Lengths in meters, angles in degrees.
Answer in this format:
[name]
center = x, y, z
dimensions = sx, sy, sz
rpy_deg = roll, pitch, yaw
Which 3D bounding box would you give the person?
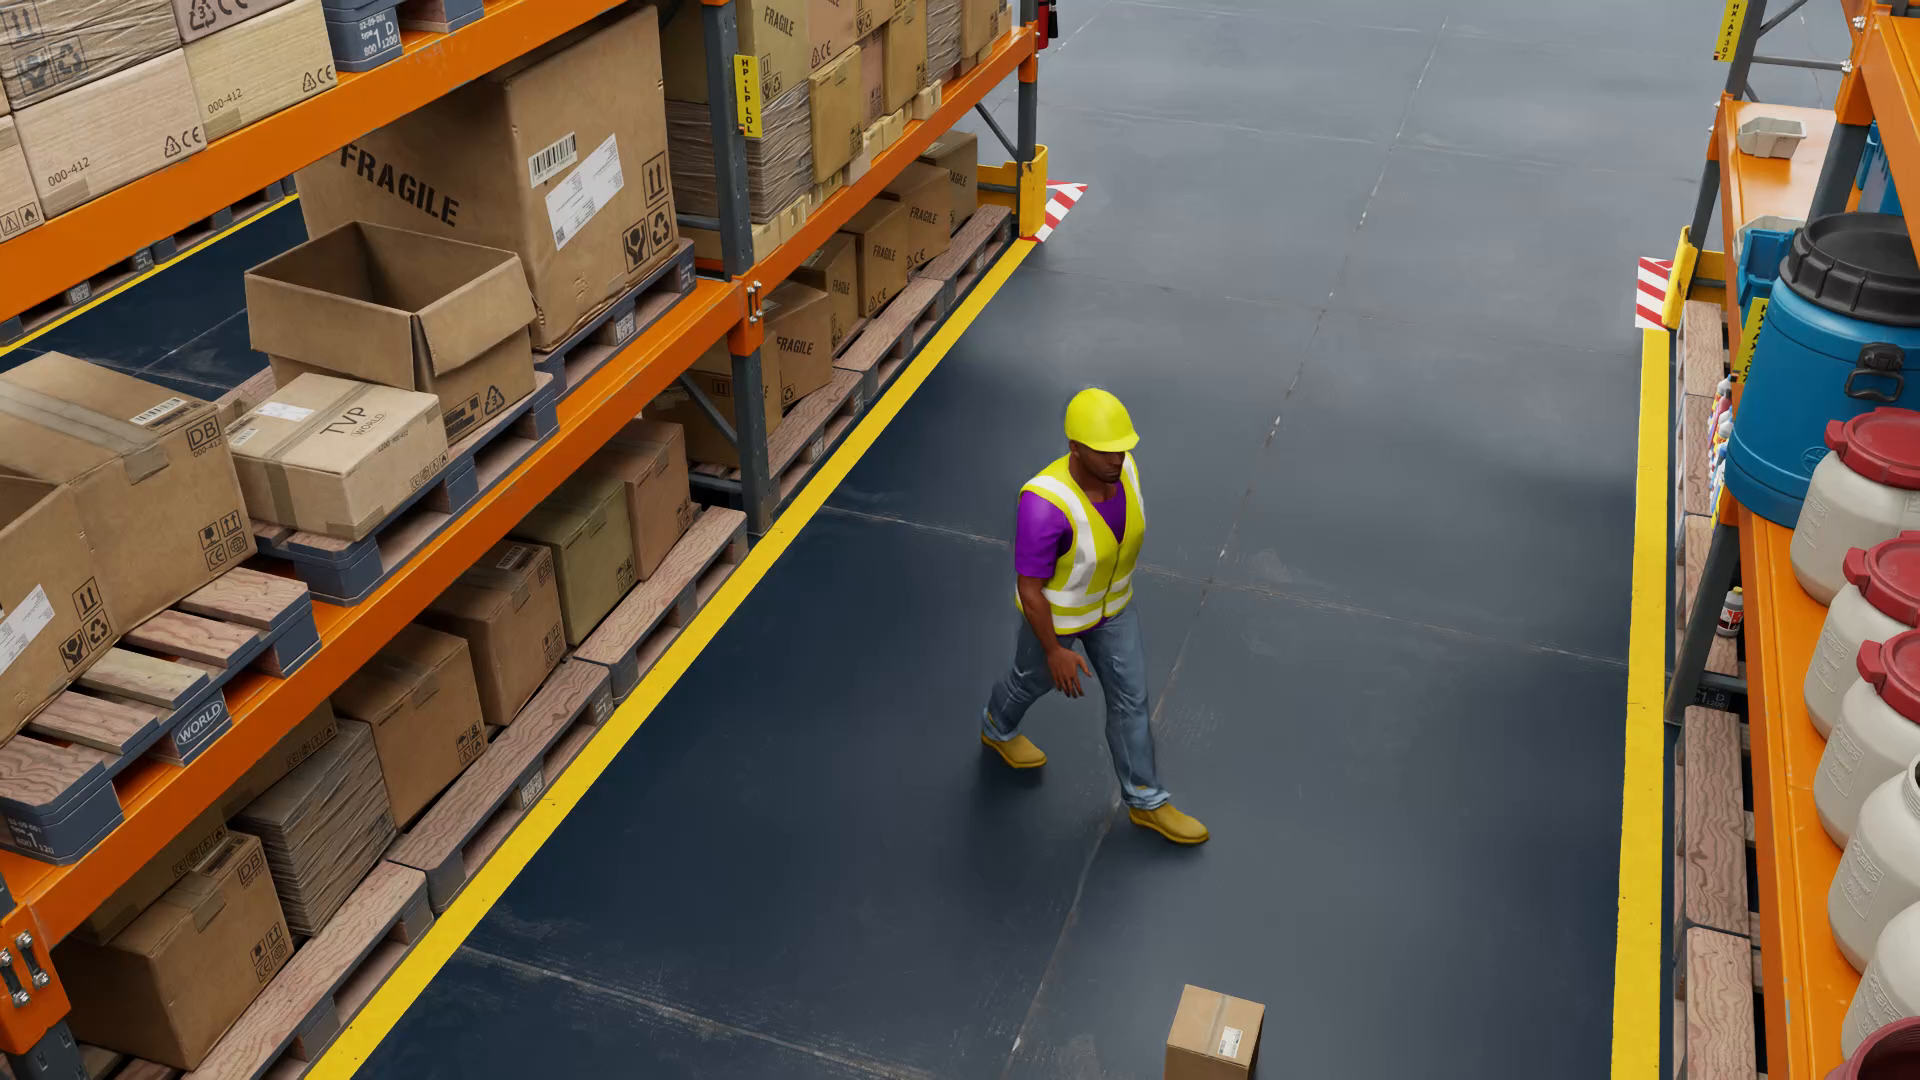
[person]
center = 0.431, 0.238, 5.727
dimensions = 0.609, 1.703, 0.984
rpy_deg = -23, 39, -31
